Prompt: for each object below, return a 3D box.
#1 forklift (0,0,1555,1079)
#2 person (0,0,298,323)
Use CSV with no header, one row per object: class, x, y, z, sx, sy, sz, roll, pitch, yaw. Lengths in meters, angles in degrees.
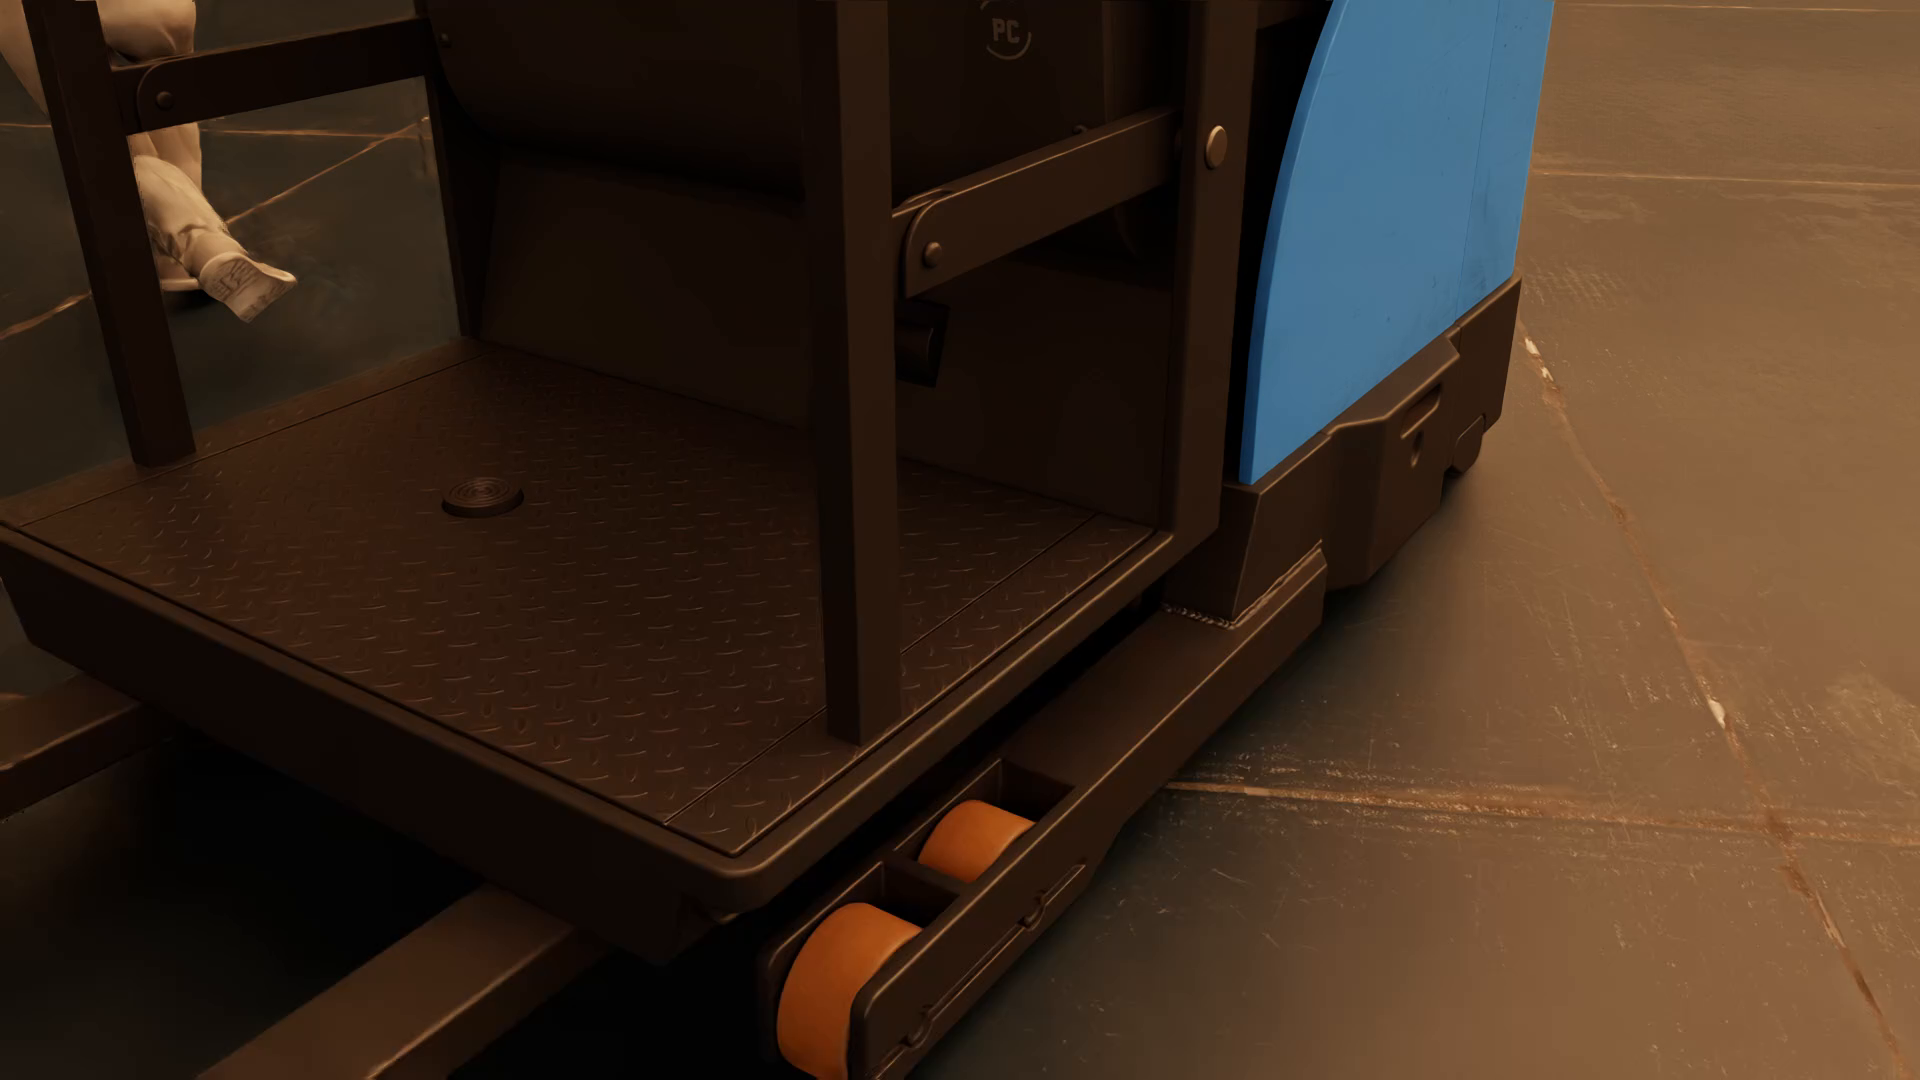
forklift,-0.341,-1.056,1.333,1.130,2.935,3.031,17,31,30
person,-1.508,-1.138,3.230,0.760,1.422,1.047,-6,27,-12
